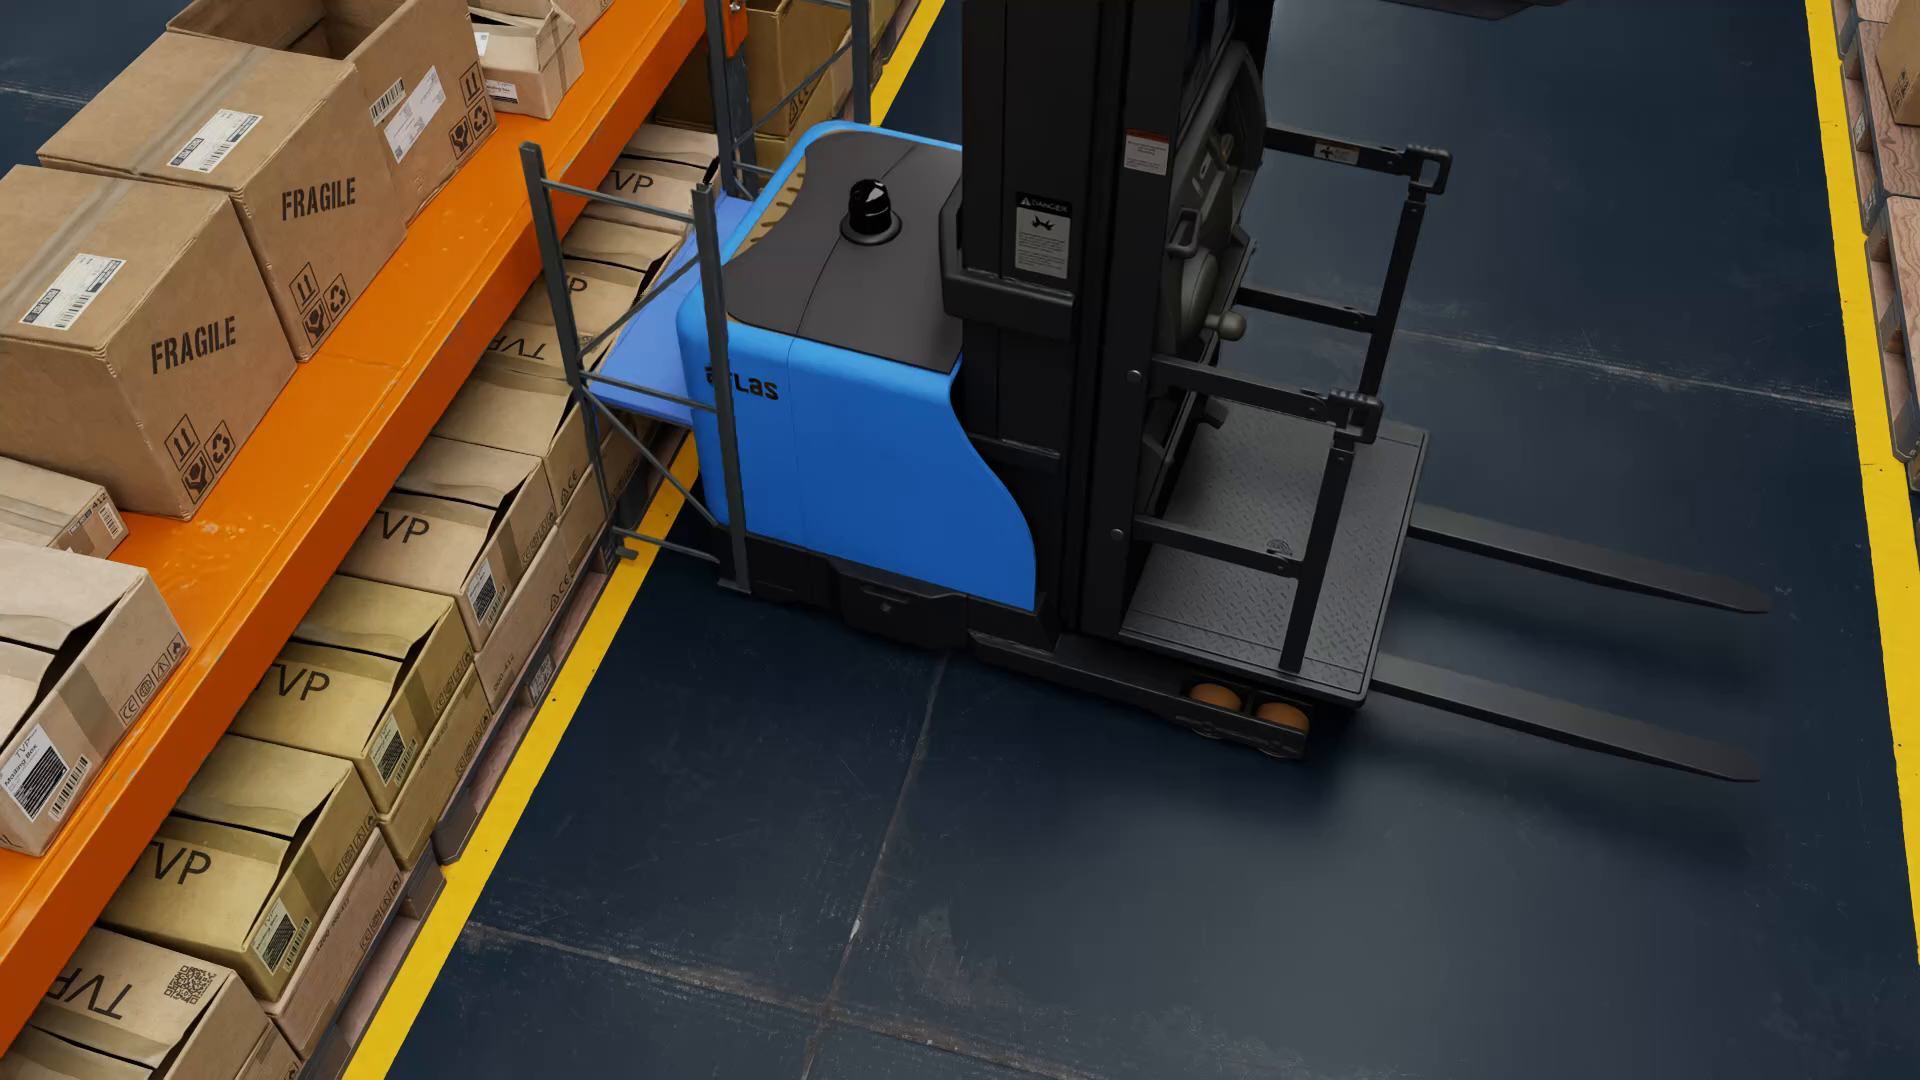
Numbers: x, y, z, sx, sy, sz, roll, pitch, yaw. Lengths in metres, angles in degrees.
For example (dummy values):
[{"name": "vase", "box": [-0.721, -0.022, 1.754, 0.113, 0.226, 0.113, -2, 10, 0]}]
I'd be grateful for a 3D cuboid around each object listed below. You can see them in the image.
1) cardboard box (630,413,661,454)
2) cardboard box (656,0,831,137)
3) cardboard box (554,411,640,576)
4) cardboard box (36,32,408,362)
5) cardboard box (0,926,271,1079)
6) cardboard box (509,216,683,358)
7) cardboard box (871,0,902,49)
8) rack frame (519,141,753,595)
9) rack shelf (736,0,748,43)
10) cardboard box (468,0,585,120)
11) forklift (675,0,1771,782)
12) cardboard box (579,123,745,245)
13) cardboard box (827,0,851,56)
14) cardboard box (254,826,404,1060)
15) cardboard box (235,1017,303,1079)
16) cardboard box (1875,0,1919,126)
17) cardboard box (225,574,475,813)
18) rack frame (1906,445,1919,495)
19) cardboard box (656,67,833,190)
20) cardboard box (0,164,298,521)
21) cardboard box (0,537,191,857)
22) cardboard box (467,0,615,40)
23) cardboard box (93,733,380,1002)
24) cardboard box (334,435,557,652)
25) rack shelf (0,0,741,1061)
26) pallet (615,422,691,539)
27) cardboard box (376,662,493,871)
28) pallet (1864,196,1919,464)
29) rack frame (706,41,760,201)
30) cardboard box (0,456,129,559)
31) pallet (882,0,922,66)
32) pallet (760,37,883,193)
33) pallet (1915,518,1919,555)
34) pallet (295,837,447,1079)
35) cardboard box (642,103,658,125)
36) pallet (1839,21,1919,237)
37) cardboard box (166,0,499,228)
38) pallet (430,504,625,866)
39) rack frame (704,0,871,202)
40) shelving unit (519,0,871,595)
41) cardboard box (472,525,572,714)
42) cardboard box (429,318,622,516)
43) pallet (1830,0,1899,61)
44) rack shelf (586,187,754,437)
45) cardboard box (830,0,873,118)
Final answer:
[{"name": "cardboard box", "box": [-1.170, -0.573, 5.309, 0.500, 0.250, 0.500, 11, 49, 9]}, {"name": "cardboard box", "box": [-0.782, -1.817, 5.907, 0.500, 0.500, 0.500, 12, 50, 10]}, {"name": "cardboard box", "box": [-1.305, -0.203, 4.982, 0.500, 0.250, 0.500, 13, 50, 11]}, {"name": "cardboard box", "box": [-1.694, -0.804, 3.892, 0.500, 0.500, 0.500, 12, 50, 10]}, {"name": "cardboard box", "box": [-1.838, 1.091, 3.466, 0.500, 0.311, 0.500, 13, 50, 11]}, {"name": "cardboard box", "box": [-1.167, -0.754, 5.095, 0.500, 0.311, 0.500, 13, 50, 11]}, {"name": "cardboard box", "box": [-0.518, -2.293, 6.827, 0.500, 0.250, 0.500, 12, 50, 10]}, {"name": "rack frame", "box": [-0.847, -0.402, 4.545, 0.500, 1.500, 0.032, 16, 50, 11]}, {"name": "rack shelf", "box": [-0.680, -3.275, 6.620, 1.077, 0.370, 4.000, 12, 50, 10]}, {"name": "cardboard box", "box": [-1.260, -1.350, 4.530, 0.396, 0.266, 0.258, 10, 49, 9]}, {"name": "forklift", "box": [0.806, -0.808, 4.008, 3.031, 2.935, 1.130, 15, 50, 13]}, {"name": "cardboard box", "box": [-1.036, -1.132, 5.428, 0.500, 0.311, 0.500, 12, 50, 10]}, {"name": "cardboard box", "box": [-0.658, -2.181, 6.228, 0.500, 0.500, 0.500, 12, 50, 10]}, {"name": "cardboard box", "box": [-1.706, 0.913, 3.997, 0.500, 0.250, 0.500, 10, 49, 9]}, {"name": "cardboard box", "box": [-1.838, 1.277, 3.676, 0.500, 0.250, 0.500, 11, 50, 10]}, {"name": "cardboard box", "box": [3.967, -1.888, 6.289, 0.700, 0.500, 0.500, 9, 49, 8]}, {"name": "cardboard box", "box": [-1.571, 0.341, 4.128, 0.500, 0.311, 0.500, 10, 49, 9]}, {"name": "rack frame", "box": [3.574, -1.092, 4.213, 1.000, 3.000, 0.127, 12, 50, 10]}, {"name": "cardboard box", "box": [-0.791, -1.571, 6.190, 0.500, 0.250, 0.500, 12, 50, 10]}, {"name": "cardboard box", "box": [-1.833, -0.423, 3.556, 0.500, 0.500, 0.500, 9, 49, 8]}, {"name": "cardboard box", "box": [-1.836, 0.247, 3.090, 0.500, 0.311, 0.500, 11, 49, 10]}, {"name": "cardboard box", "box": [-1.293, -1.652, 4.808, 0.500, 0.250, 0.500, 14, 50, 12]}, {"name": "cardboard box", "box": [-1.707, 0.710, 3.803, 0.500, 0.311, 0.500, 10, 49, 9]}, {"name": "cardboard box", "box": [-1.436, -0.031, 4.456, 0.500, 0.311, 0.500, 11, 49, 10]}, {"name": "rack shelf", "box": [-1.732, -0.382, 4.066, 1.077, 0.370, 4.000, 12, 50, 10]}, {"name": "pallet", "box": [-1.362, -0.603, 5.642, 1.003, 0.211, 1.213, 12, 50, 10]}, {"name": "cardboard box", "box": [-1.575, 0.536, 4.330, 0.500, 0.250, 0.500, 10, 49, 9]}, {"name": "pallet", "box": [3.717, -0.662, 5.693, 1.003, 0.211, 1.213, 12, 50, 10]}, {"name": "rack frame", "box": [-1.206, -2.067, 5.073, 1.000, 3.000, 0.127, 12, 50, 10]}, {"name": "cardboard box", "box": [-1.977, -0.024, 3.438, 0.380, 0.149, 0.250, 15, 50, 13]}, {"name": "pallet", "box": [-0.637, -2.596, 7.400, 1.003, 0.211, 1.213, 12, 50, 10]}, {"name": "pallet", "box": [-0.956, -1.711, 6.619, 1.003, 0.211, 1.213, 12, 50, 10]}, {"name": "pallet", "box": [3.371, 0.394, 4.761, 1.003, 0.211, 1.213, 12, 50, 10]}, {"name": "pallet", "box": [-2.004, 1.162, 4.084, 1.003, 0.211, 1.213, 12, 50, 10]}, {"name": "cardboard box", "box": [-1.295, -1.674, 6.281, 0.500, 0.250, 0.500, 12, 50, 10]}, {"name": "pallet", "box": [4.036, -1.547, 6.475, 1.003, 0.211, 1.213, 12, 50, 10]}, {"name": "cardboard box", "box": [-1.562, -1.166, 4.212, 0.500, 0.500, 0.500, 15, 50, 13]}, {"name": "pallet", "box": [-1.681, 0.282, 4.860, 1.003, 0.211, 1.213, 12, 50, 10]}, {"name": "rack frame", "box": [-0.513, -1.121, 5.181, 0.500, 1.500, 0.032, 16, 50, 11]}, {"name": "shelving unit", "box": [-0.680, -0.762, 4.863, 0.538, 1.500, 1.048, 16, 50, 11]}, {"name": "cardboard box", "box": [-1.440, 0.165, 4.658, 0.500, 0.250, 0.500, 12, 50, 11]}, {"name": "cardboard box", "box": [-1.300, -0.394, 4.777, 0.500, 0.311, 0.500, 11, 50, 10]}, {"name": "pallet", "box": [4.359, -2.427, 7.251, 1.003, 0.211, 1.213, 12, 50, 10]}, {"name": "rack shelf", "box": [-0.685, -0.644, 4.999, 0.538, 0.185, 1.000, 16, 50, 11]}, {"name": "cardboard box", "box": [-0.655, -1.932, 6.508, 0.500, 0.250, 0.500, 12, 50, 10]}]
